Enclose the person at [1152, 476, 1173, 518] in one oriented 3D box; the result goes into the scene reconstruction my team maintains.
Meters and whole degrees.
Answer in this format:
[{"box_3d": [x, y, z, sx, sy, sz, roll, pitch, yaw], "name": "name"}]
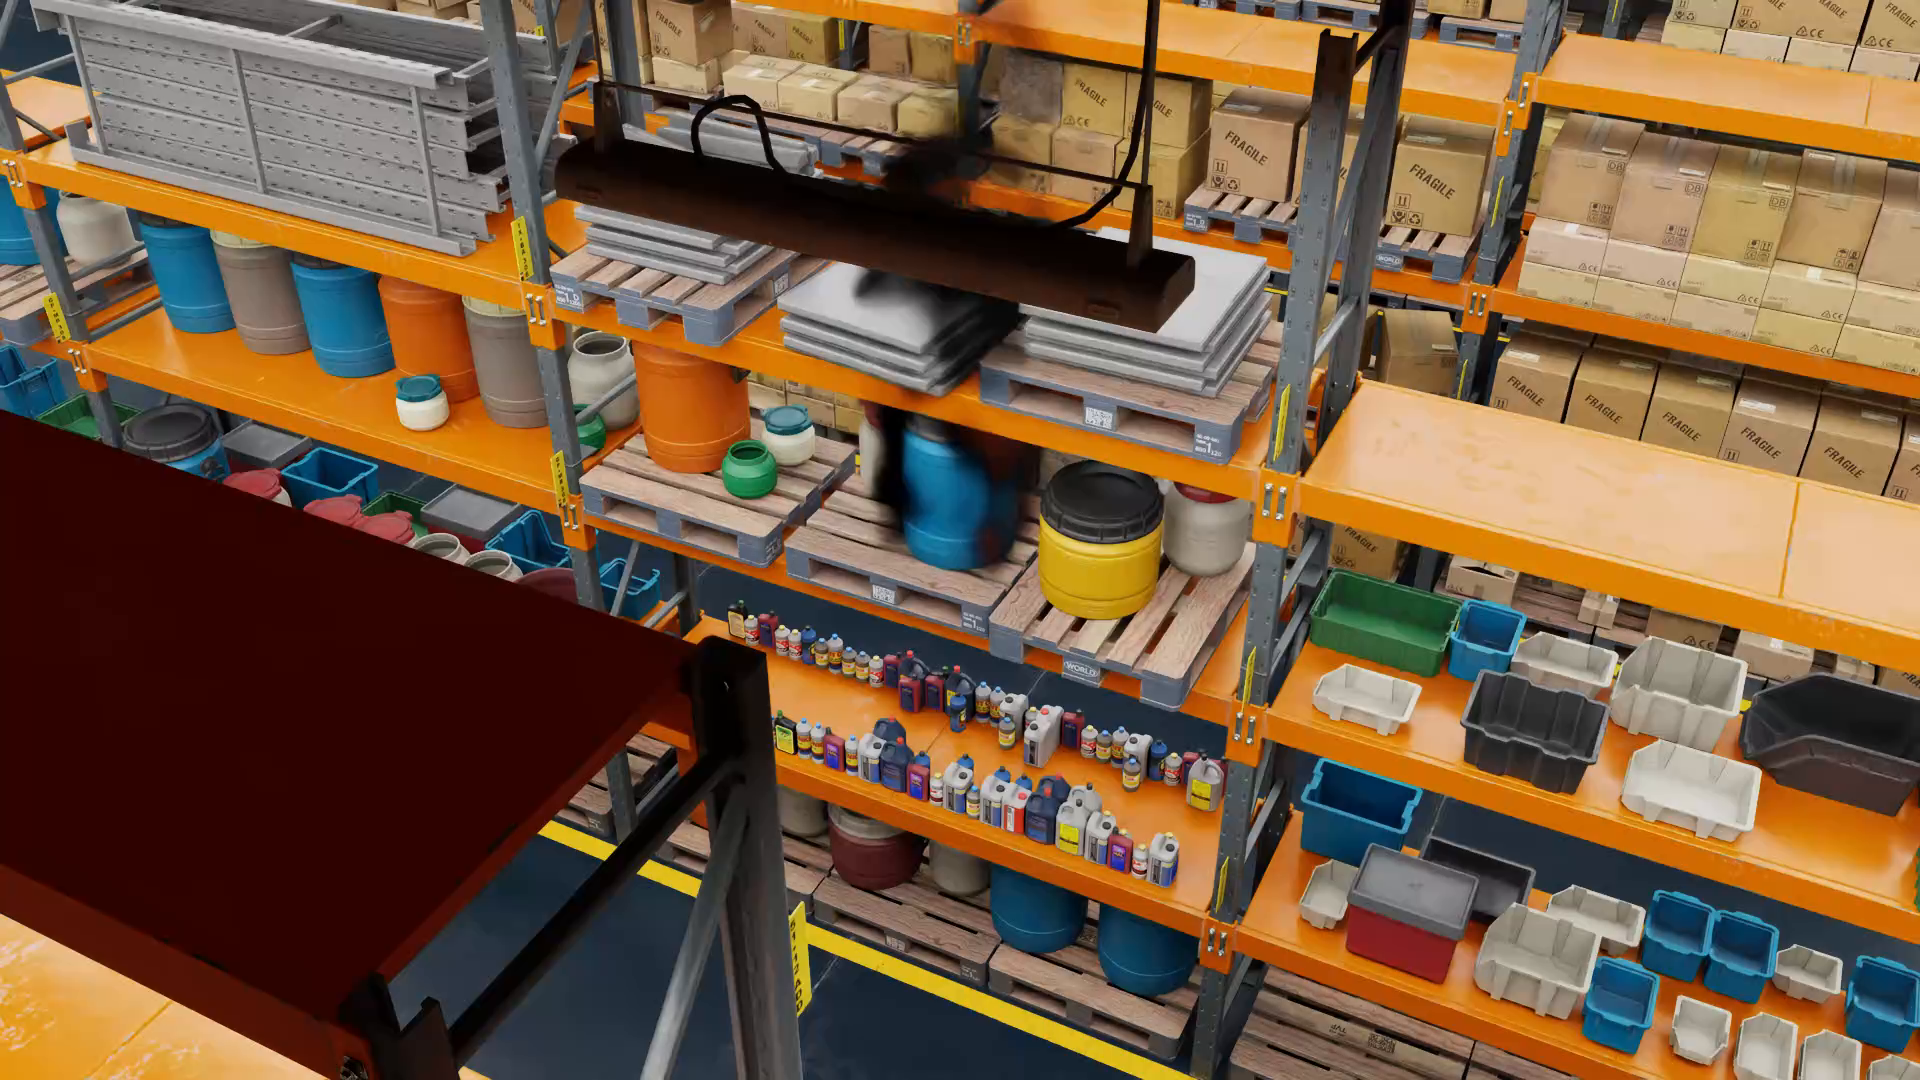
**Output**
[{"box_3d": [1.437, 0.254, 11.999, 0.899, 1.687, 0.631, 10, 36, 14], "name": "person"}]
